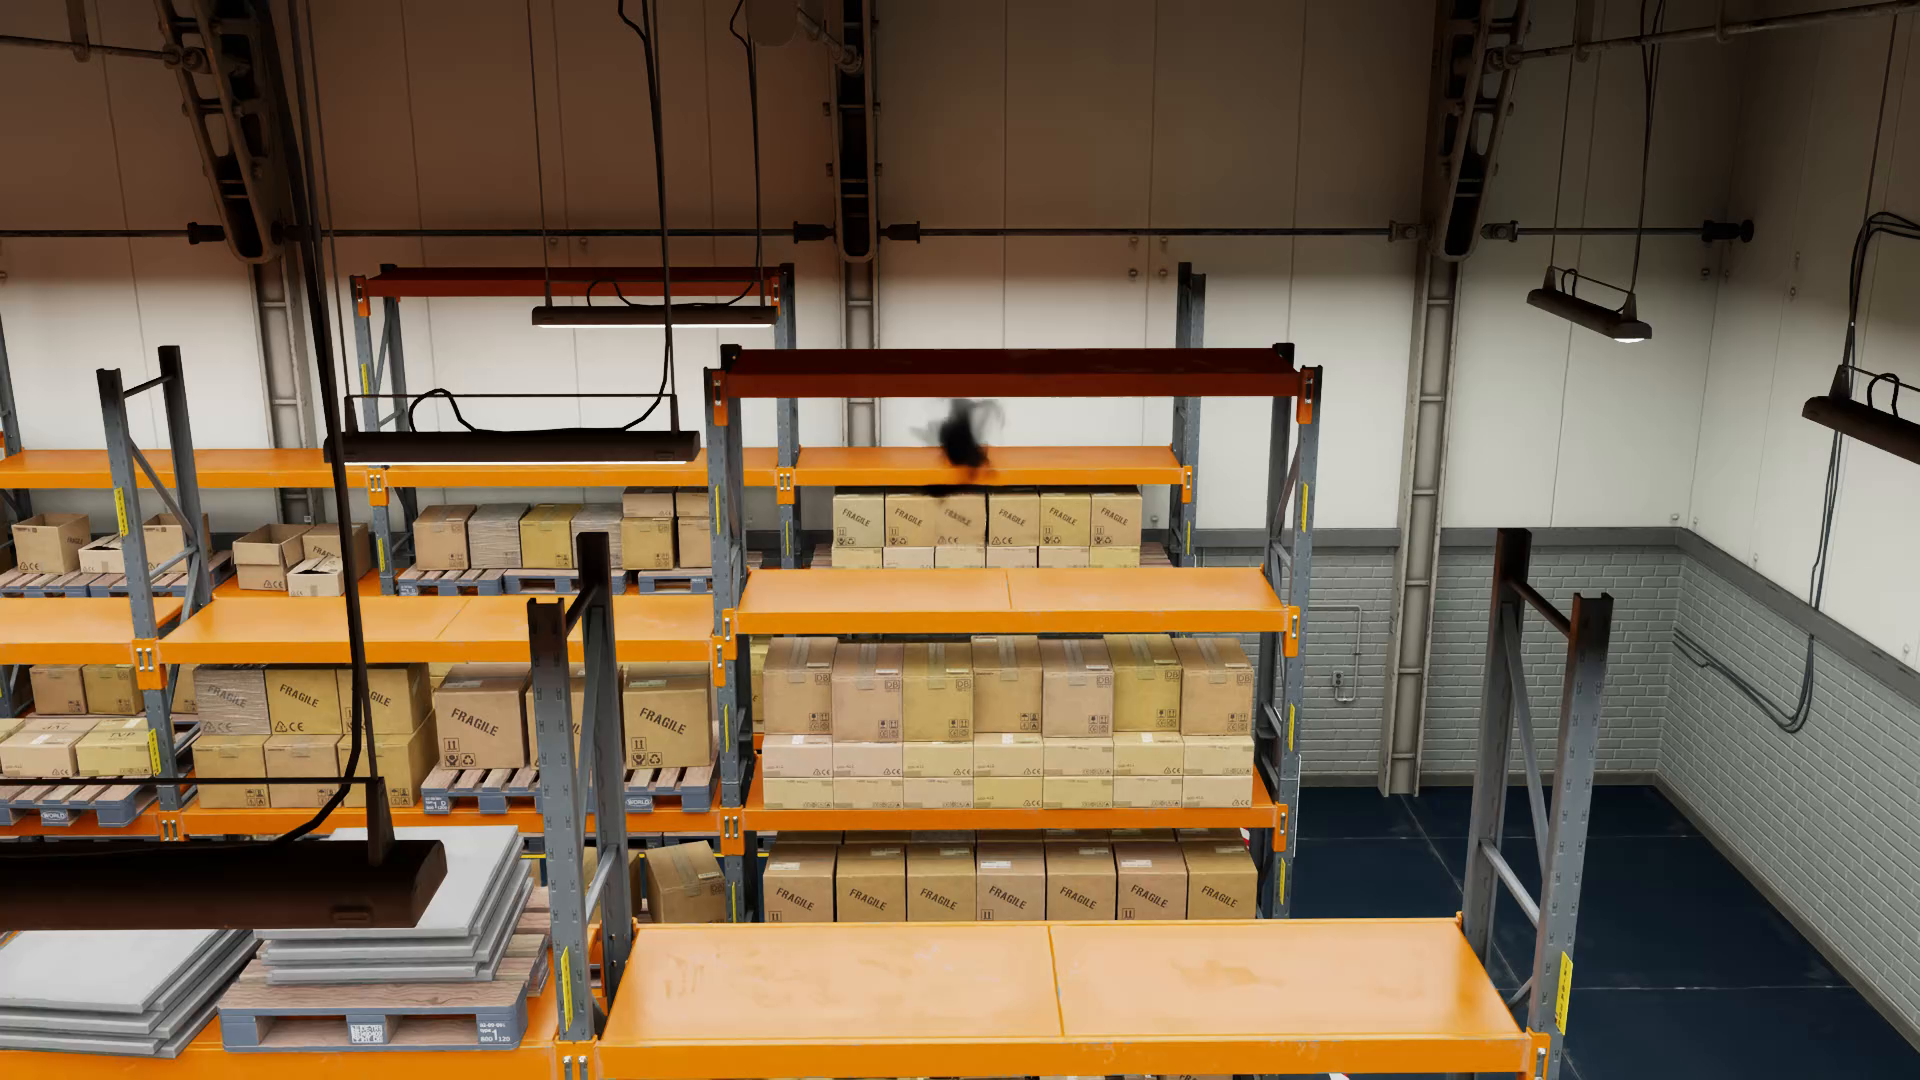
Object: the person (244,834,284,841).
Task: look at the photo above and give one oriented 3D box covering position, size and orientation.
[{"bbox_3d":[-6.335,2.961,15.423,0.631,1.663,0.619,-4,17,-13],"label":"person"}]
